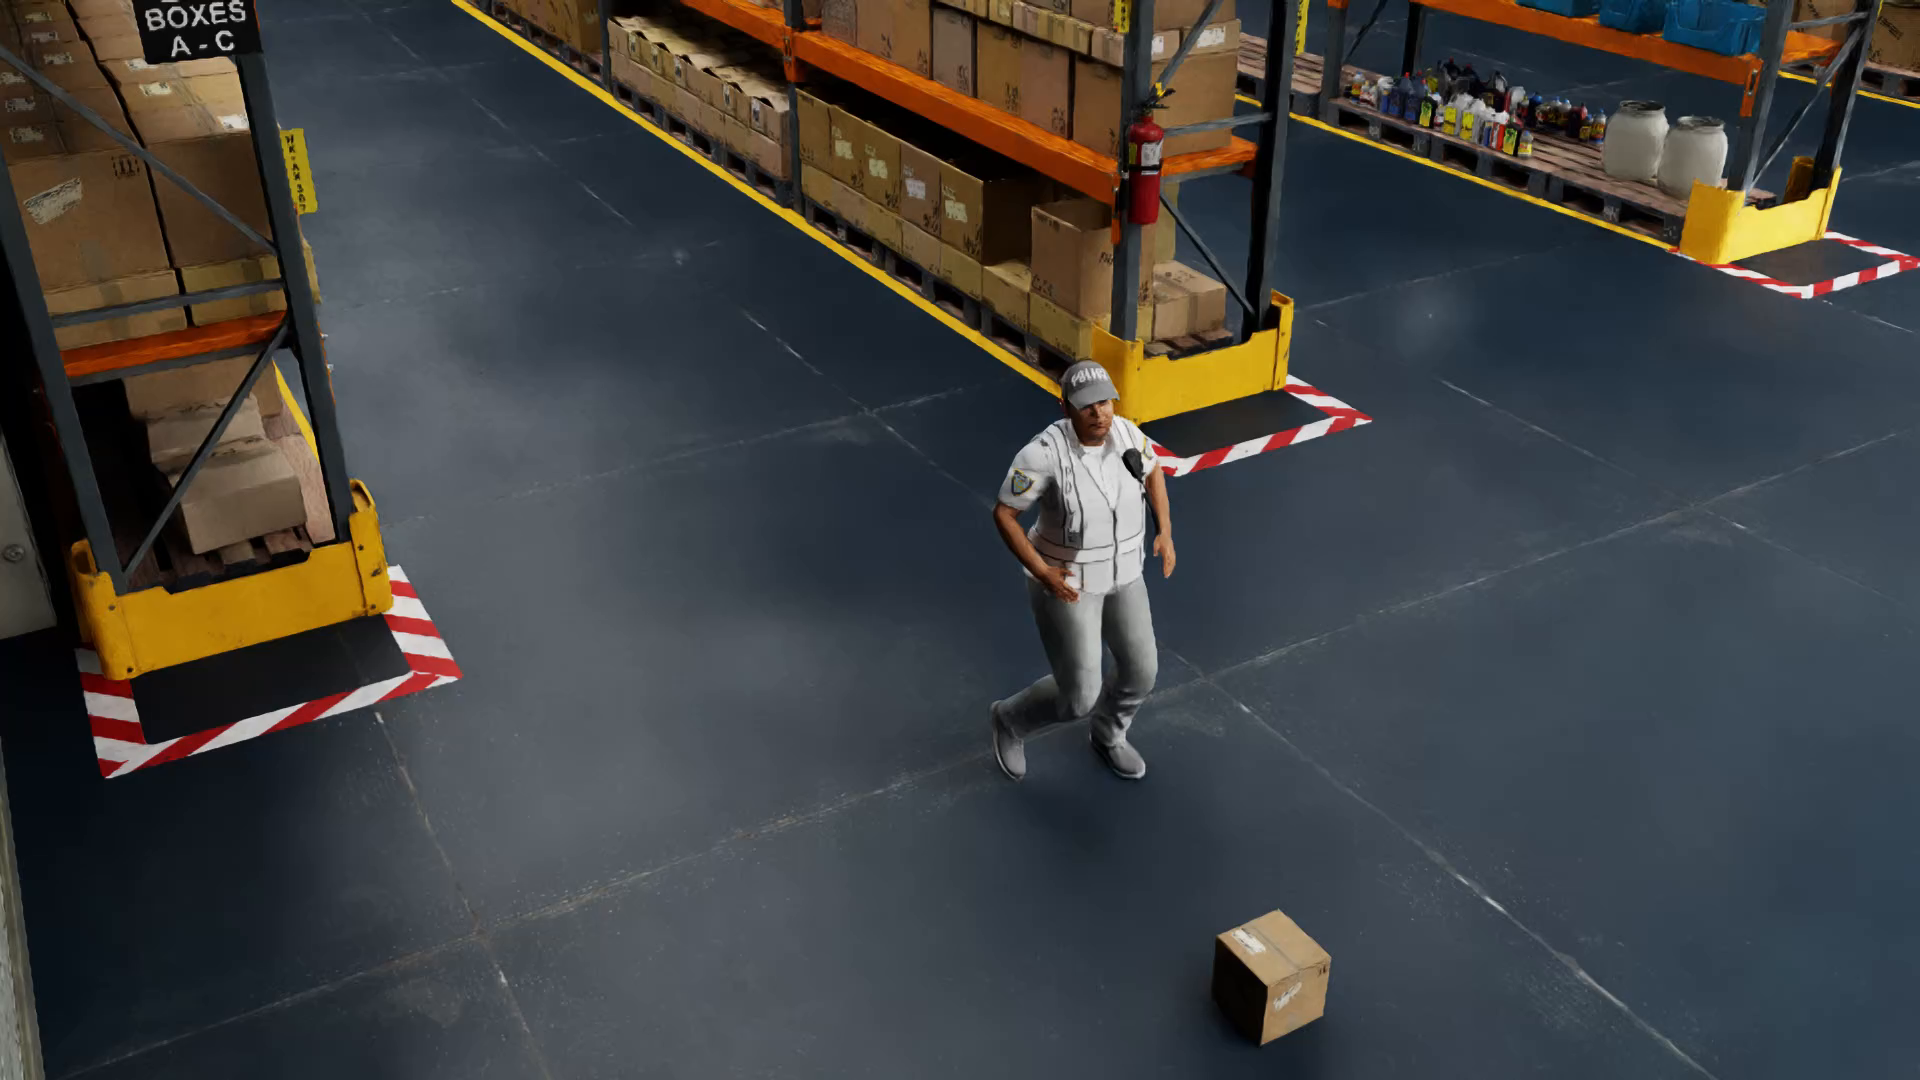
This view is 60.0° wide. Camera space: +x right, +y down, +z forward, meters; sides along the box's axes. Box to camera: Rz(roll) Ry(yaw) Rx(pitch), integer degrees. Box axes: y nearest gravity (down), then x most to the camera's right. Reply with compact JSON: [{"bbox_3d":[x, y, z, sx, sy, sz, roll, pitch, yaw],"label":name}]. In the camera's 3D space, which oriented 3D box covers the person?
[{"bbox_3d":[0.480,0.142,5.910,0.708,1.636,0.477,-18,34,-29],"label":"person"}]
